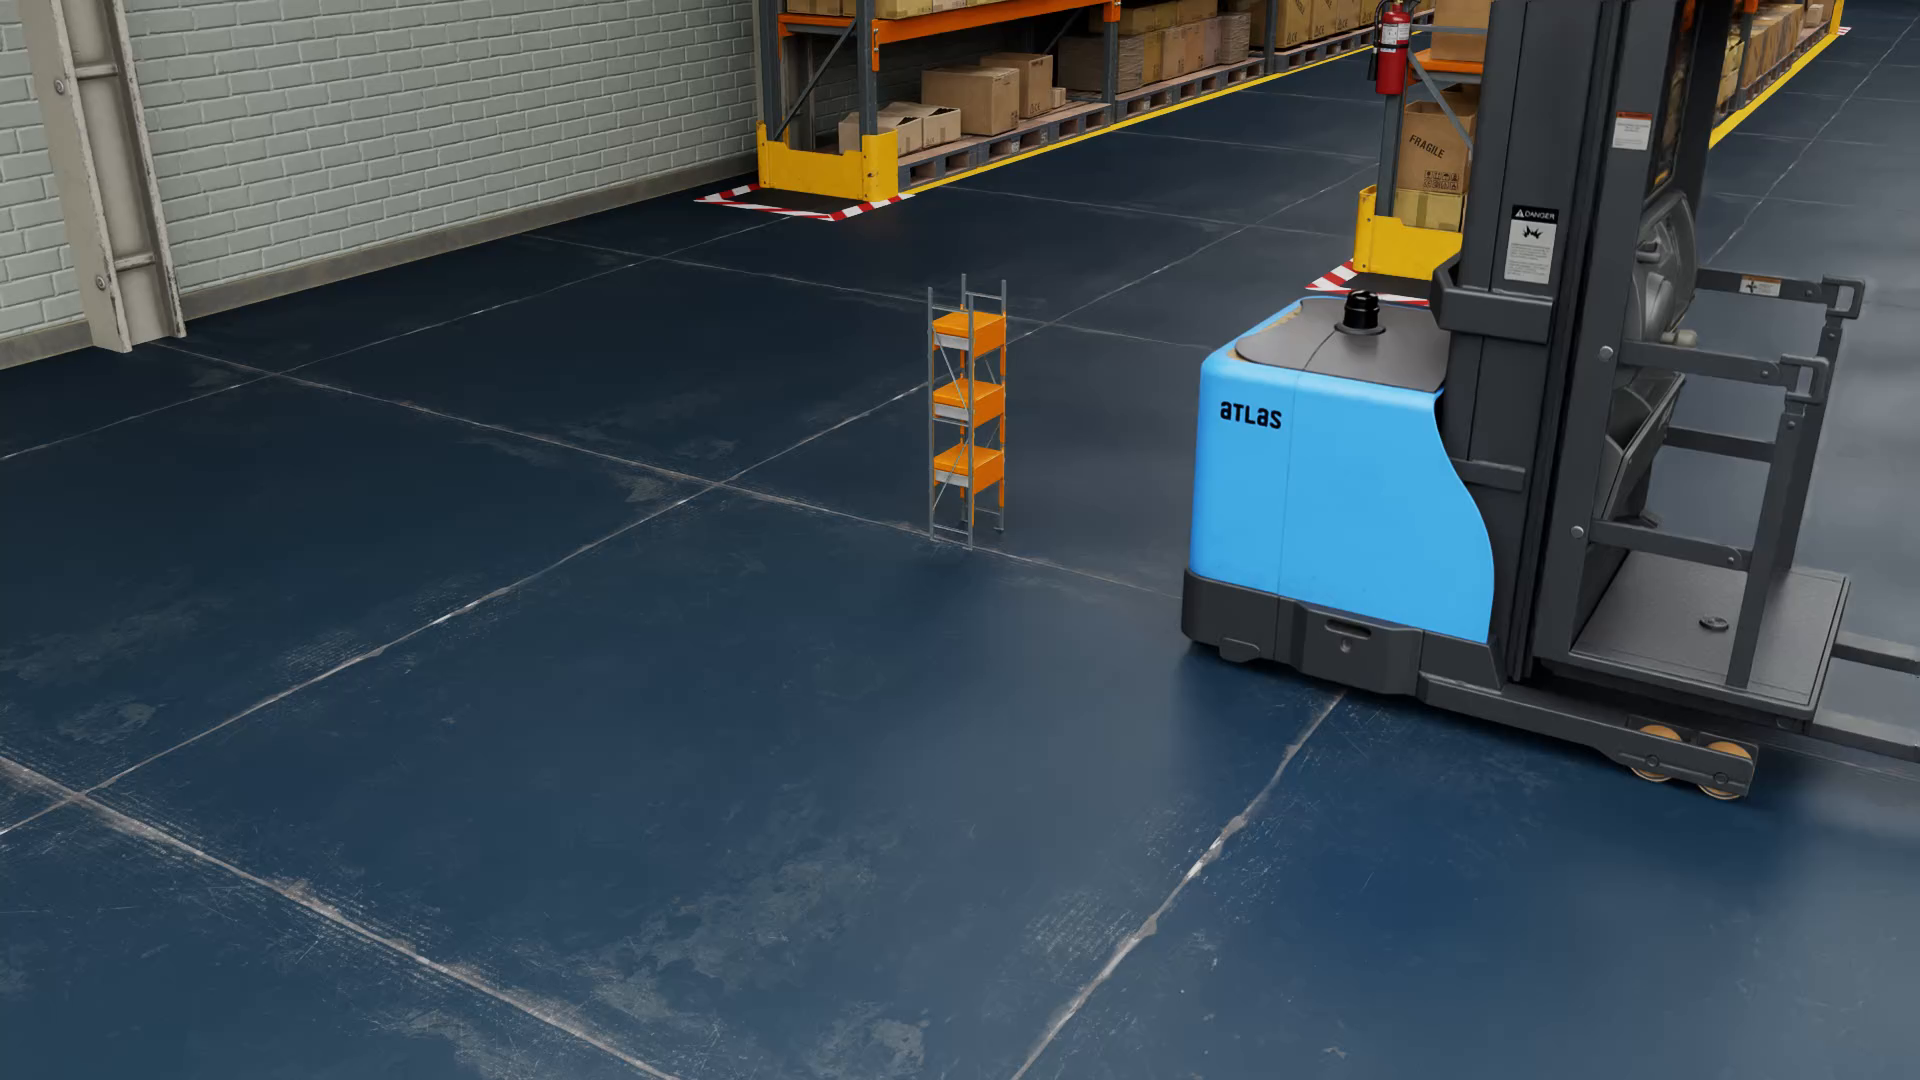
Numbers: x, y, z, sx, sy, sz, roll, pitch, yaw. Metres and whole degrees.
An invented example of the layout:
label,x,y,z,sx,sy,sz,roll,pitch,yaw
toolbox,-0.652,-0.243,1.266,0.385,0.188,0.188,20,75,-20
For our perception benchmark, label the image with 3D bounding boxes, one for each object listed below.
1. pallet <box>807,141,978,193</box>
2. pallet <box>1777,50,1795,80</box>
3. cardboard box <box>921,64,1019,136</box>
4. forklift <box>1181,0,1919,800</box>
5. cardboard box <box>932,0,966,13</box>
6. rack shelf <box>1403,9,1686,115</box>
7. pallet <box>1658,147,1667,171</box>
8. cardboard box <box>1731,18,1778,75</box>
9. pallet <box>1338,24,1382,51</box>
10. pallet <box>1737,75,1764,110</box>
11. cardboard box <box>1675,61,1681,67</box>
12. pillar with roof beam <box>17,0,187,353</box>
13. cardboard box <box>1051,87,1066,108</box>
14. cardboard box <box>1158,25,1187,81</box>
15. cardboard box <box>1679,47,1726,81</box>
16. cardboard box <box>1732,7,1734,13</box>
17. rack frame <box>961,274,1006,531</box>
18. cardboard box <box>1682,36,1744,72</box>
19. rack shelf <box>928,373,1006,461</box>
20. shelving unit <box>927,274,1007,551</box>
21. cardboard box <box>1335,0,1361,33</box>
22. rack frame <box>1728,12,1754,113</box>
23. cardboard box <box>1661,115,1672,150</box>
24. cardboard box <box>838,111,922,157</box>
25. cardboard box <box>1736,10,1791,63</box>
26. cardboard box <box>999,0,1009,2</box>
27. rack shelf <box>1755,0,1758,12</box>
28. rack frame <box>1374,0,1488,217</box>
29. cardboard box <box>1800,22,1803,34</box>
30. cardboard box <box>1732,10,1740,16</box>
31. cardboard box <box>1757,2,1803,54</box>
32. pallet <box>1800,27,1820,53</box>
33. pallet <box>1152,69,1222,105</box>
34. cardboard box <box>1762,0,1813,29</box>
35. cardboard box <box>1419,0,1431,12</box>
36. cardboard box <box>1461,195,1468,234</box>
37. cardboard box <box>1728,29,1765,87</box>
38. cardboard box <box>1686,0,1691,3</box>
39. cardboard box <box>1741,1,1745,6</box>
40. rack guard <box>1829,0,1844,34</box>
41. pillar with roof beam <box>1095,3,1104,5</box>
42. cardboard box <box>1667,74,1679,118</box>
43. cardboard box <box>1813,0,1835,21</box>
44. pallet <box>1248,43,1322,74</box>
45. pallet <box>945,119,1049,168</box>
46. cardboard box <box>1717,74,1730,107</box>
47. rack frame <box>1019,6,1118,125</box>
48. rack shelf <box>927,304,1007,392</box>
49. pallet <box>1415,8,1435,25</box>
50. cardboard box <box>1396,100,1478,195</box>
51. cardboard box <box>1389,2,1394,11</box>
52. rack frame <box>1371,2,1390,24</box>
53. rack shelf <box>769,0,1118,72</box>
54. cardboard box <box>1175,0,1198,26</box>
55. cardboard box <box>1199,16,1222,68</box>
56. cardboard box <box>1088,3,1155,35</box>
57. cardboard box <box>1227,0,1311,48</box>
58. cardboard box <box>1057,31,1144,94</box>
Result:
label,x,y,z,sx,sy,sz,roll,pitch,yaw
pallet,-0.584,-3.122,13.695,1.003,0.211,1.213,14,27,29
pallet,9.060,-5.560,19.328,1.003,0.211,1.213,14,27,29
cardboard box,0.089,-3.808,14.363,0.700,0.500,0.500,12,26,26
forklift,2.302,-0.812,4.937,3.031,2.935,1.130,14,27,29
cardboard box,-0.294,-4.326,13.130,0.500,0.250,0.500,13,27,27
rack shelf,4.182,-3.417,11.773,1.077,0.370,4.000,14,27,29
pallet,5.593,-3.399,14.336,1.003,0.211,1.213,14,27,29
cardboard box,8.371,-5.267,17.733,0.500,0.500,0.500,13,27,28
pallet,4.904,-6.603,21.737,1.003,0.211,1.213,14,27,29
pallet,7.773,-4.736,17.425,1.003,0.211,1.213,14,27,29
cardboard box,6.208,-4.040,14.534,0.500,0.311,0.500,13,27,27
pillar with roof beam,-0.956,-4.352,5.476,9.100,9.000,0.400,14,27,29
cardboard box,0.770,-4.174,15.628,0.380,0.166,0.250,10,25,22
cardboard box,1.935,-5.114,17.381,0.700,0.500,0.500,14,27,30
cardboard box,6.743,-4.385,15.331,0.500,0.311,0.500,14,27,29
cardboard box,8.204,-5.902,18.256,0.500,0.250,0.500,13,27,28
rack frame,0.093,-0.541,6.678,0.200,1.050,0.008,14,27,29
cardboard box,7.280,-4.732,16.131,0.500,0.311,0.500,15,27,30
rack shelf,0.028,-0.490,6.587,0.215,0.259,0.240,14,27,29
shelving unit,0.028,-0.500,6.583,0.215,1.050,0.252,14,27,29
cardboard box,4.548,-6.818,20.901,0.750,0.750,0.750,15,27,31
rack frame,7.347,-5.772,16.308,1.000,3.000,0.127,14,27,29
cardboard box,5.661,-3.437,13.846,0.500,0.250,0.500,13,27,28
cardboard box,-0.642,-3.291,13.408,0.500,0.311,0.500,11,26,23
cardboard box,8.908,-5.616,18.540,0.500,0.500,0.500,14,27,30
cardboard box,0.248,-4.666,13.917,0.500,0.250,0.500,14,27,29
rack shelf,8.402,-6.117,18.010,1.077,0.370,4.000,14,27,29
rack frame,3.127,-3.072,10.070,1.000,3.000,0.127,14,27,29
cardboard box,10.310,-6.414,20.803,0.380,0.166,0.250,14,27,29
cardboard box,8.453,-5.715,18.769,0.500,0.500,0.500,14,27,30
cardboard box,9.441,-5.950,19.312,0.500,0.500,0.500,14,27,29
pallet,10.463,-6.487,21.470,1.003,0.211,1.213,14,27,29
pallet,2.079,-4.856,17.701,1.003,0.211,1.213,14,27,29
cardboard box,10.444,-6.814,21.302,0.797,0.503,0.637,14,27,29
cardboard box,6.269,-7.777,23.557,0.700,0.500,0.500,15,27,30
cardboard box,3.599,-2.137,10.844,0.500,0.250,0.500,14,27,29
cardboard box,7.830,-4.921,16.933,0.500,0.500,0.500,15,28,31
cardboard box,5.878,-4.563,13.831,0.380,0.149,0.250,14,27,29
cardboard box,8.995,-6.065,19.576,0.500,0.500,0.500,13,26,27
rack guard,11.527,-7.299,22.982,1.175,0.500,0.348,14,27,29
pillar with roof beam,5.374,-8.402,14.832,9.100,9.000,0.400,14,27,29
cardboard box,5.667,-3.698,13.742,0.500,0.311,0.500,14,27,29
cardboard box,11.490,-7.292,22.411,0.500,0.500,0.500,14,27,29
pallet,3.617,-5.780,19.835,1.003,0.211,1.213,14,27,29
pallet,0.060,-3.532,14.642,1.003,0.211,1.213,14,27,29
cardboard box,7.008,-4.300,15.839,0.500,0.250,0.500,14,27,28
rack frame,1.027,-5.459,15.584,1.000,3.000,0.127,14,27,29
rack shelf,0.028,-0.751,6.475,0.215,0.259,0.240,14,27,29
pallet,6.357,-7.533,23.885,1.003,0.211,1.213,14,27,29
cardboard box,3.158,-2.590,10.946,0.500,0.500,0.500,14,27,29
cardboard box,5.728,-7.435,22.768,0.700,0.500,0.500,14,27,30
rack frame,5.247,-8.159,21.821,1.000,3.000,0.127,14,27,29
rack shelf,-0.028,-4.454,14.168,1.077,0.370,4.000,14,27,29
cardboard box,2.180,-5.600,17.559,0.500,0.250,0.500,14,27,29
cardboard box,2.431,-5.460,18.180,0.700,0.500,0.500,14,27,29
cardboard box,1.631,-5.259,16.771,0.500,0.250,0.500,13,27,28
cardboard box,3.636,-6.236,19.556,0.750,0.750,0.750,13,27,28
cardboard box,1.401,-4.766,16.575,0.700,0.500,0.500,15,28,31
